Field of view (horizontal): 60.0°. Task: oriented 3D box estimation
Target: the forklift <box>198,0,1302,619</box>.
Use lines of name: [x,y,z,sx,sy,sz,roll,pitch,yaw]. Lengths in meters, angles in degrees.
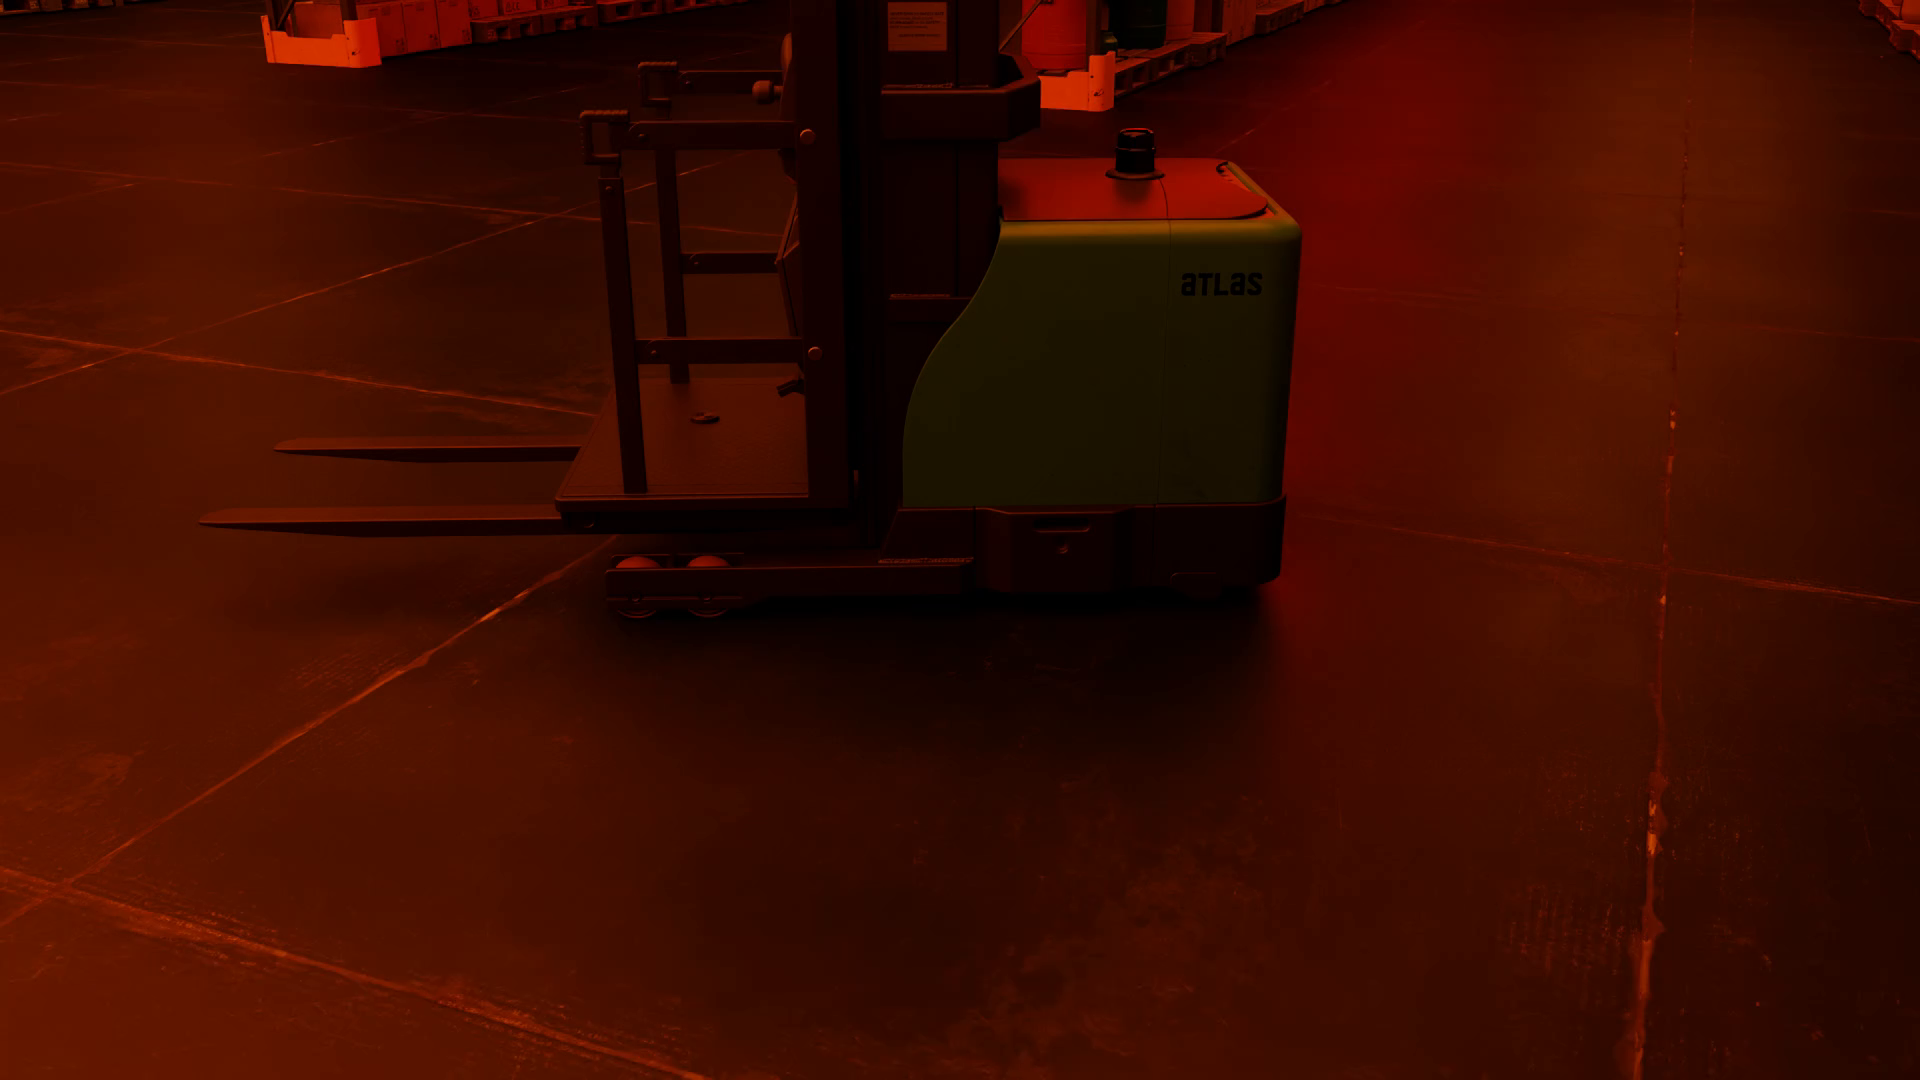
forklift: [-0.624,-1.344,4.508,3.031,2.935,1.130,-1,23,-2]
